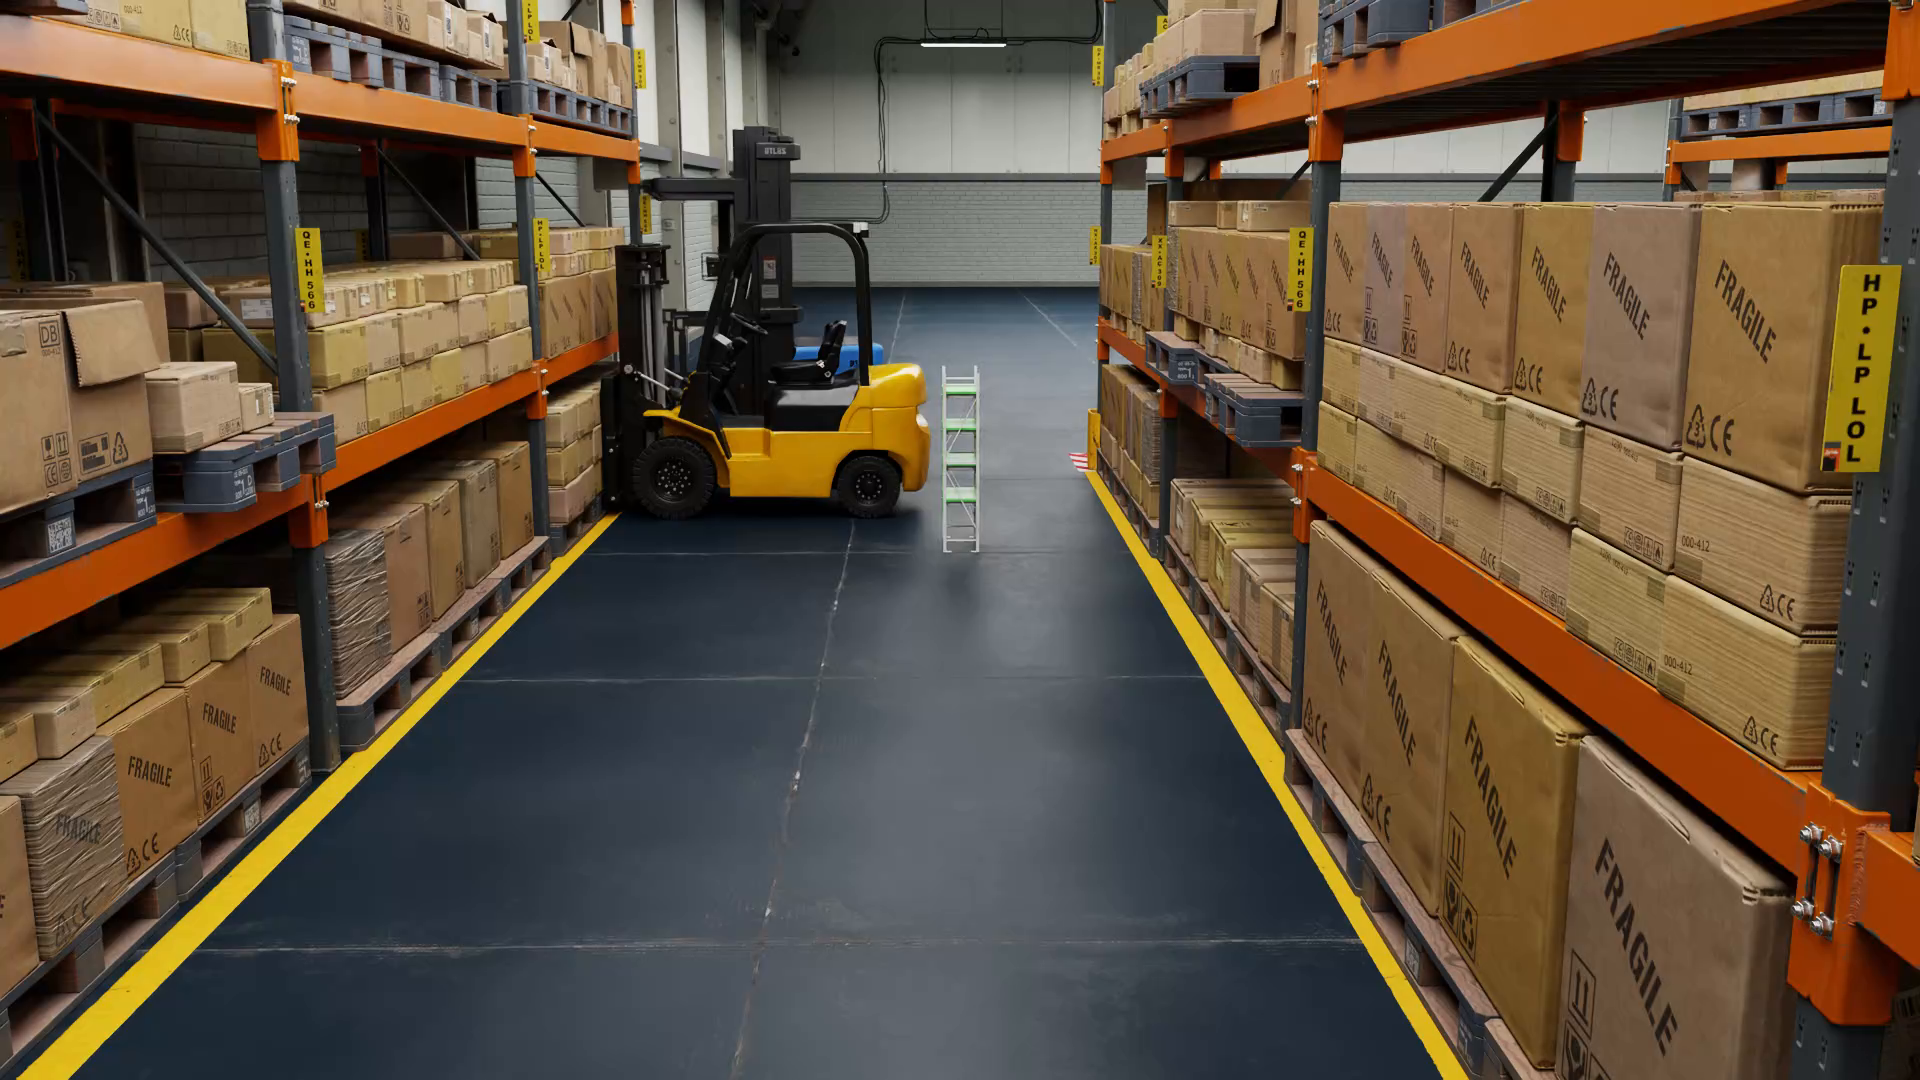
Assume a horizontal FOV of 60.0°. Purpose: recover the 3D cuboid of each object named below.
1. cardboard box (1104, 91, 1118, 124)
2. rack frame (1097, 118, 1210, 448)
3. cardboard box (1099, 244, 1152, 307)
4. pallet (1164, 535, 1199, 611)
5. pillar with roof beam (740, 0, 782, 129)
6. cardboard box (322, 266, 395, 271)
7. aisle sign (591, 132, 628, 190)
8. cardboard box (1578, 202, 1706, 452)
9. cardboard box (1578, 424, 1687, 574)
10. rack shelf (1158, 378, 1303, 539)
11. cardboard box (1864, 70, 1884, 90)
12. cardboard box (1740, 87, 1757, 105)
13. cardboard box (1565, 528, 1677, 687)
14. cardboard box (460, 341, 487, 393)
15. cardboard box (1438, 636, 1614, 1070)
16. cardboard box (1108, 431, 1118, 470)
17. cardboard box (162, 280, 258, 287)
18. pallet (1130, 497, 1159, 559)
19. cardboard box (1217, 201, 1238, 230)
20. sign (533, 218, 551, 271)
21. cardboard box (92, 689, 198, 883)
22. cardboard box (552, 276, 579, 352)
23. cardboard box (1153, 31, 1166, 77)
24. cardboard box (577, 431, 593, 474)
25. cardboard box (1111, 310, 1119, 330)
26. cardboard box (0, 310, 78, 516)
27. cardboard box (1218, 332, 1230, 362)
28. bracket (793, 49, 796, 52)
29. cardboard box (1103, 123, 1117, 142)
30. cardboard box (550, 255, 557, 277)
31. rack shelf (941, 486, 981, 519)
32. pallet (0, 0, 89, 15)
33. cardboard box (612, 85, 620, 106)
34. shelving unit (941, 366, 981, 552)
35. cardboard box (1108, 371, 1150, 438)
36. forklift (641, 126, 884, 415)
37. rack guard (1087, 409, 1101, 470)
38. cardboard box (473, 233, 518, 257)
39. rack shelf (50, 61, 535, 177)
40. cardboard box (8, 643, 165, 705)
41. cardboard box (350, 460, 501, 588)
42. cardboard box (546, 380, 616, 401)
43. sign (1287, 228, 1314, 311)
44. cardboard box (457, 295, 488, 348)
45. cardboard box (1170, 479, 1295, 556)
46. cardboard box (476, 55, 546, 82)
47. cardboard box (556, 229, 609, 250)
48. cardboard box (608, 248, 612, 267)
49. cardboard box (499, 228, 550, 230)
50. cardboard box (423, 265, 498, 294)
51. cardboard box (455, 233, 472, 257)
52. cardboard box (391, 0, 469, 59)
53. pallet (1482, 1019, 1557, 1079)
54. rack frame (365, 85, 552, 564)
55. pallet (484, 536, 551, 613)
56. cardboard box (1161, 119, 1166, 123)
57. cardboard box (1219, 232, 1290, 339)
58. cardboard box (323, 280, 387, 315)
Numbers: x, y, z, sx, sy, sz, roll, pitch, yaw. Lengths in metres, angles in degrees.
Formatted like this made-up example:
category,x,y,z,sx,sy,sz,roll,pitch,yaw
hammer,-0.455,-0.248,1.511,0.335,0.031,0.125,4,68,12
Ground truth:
category,x,y,z,sx,sy,sz,roll,pitch,yaw
cardboard box,1.463,-3.571,13.699,0.500,0.250,0.500,0,11,-2
rack frame,1.719,-2.129,14.510,1.000,3.000,0.127,0,11,-1
cardboard box,1.452,-2.229,14.001,0.500,0.500,0.500,0,11,-2
pallet,1.820,0.187,10.106,1.003,0.211,1.213,0,11,-1
pillar with roof beam,-0.322,-9.695,36.712,9.100,9.000,0.548,0,11,-1
cardboard box,-3.384,-1.455,9.305,0.380,0.149,0.250,0,11,-2
aisle sign,-2.951,-3.396,14.218,0.394,0.787,0.004,0,11,-1
cardboard box,1.689,-0.474,3.583,0.500,0.500,0.500,0,11,0
cardboard box,1.697,-0.101,3.634,0.500,0.250,0.500,0,11,0
rack shelf,1.843,-0.584,8.703,1.077,0.370,4.000,0,11,-1
cardboard box,6.409,-3.149,11.316,0.380,0.149,0.250,0,11,0
cardboard box,6.374,-3.501,13.053,0.380,0.149,0.250,0,11,-1
cardboard box,1.697,0.140,3.701,0.500,0.250,0.500,0,11,-2
cardboard box,-2.893,-0.942,9.034,0.500,0.250,0.500,0,11,-1
cardboard box,1.848,0.789,4.413,0.875,0.875,0.875,0,11,0
cardboard box,1.463,-0.725,13.446,0.500,0.250,0.500,0,11,1
cardboard box,-3.423,-1.100,7.556,0.380,0.149,0.250,0,11,-2
pallet,1.753,-0.101,11.526,1.003,0.211,1.213,0,11,-1
cardboard box,1.584,-1.742,8.915,0.380,0.149,0.250,0,11,2
sign,-2.618,-1.846,10.400,0.100,0.325,0.005,0,11,-1
cardboard box,-2.841,0.788,5.361,0.500,0.500,0.500,0,11,1
cardboard box,-2.936,-1.555,11.427,0.500,0.500,0.500,0,11,0
cardboard box,1.413,-2.819,9.685,0.500,0.250,0.500,-1,11,-3
cardboard box,-2.874,-0.614,11.643,0.500,0.250,0.500,0,11,-1
cardboard box,1.423,-1.784,13.440,0.380,0.149,0.250,0,11,0
cardboard box,-2.809,-0.334,4.352,0.700,0.500,0.500,0,11,-1
cardboard box,1.531,-0.994,8.488,0.380,0.149,0.250,-1,11,-3
bracket,-4.440,-13.071,44.303,0.076,0.066,3.189,0,11,-1
cardboard box,1.402,-3.409,13.906,0.380,0.149,0.250,0,11,-1
cardboard box,-2.944,-1.848,11.239,0.380,0.149,0.250,0,11,-1
rack shelf,0.003,-0.257,11.338,0.258,0.148,0.480,0,11,-1
pallet,-2.963,-1.437,4.025,1.213,0.211,1.003,0,11,-1
cardboard box,-2.922,-3.546,13.276,0.380,0.149,0.250,-1,11,-3
shelving unit,0.003,-0.555,11.278,0.258,1.200,0.503,0,11,-1
cardboard box,1.476,-1.085,13.336,0.500,0.500,0.500,-1,11,-3
forklift,-2.234,-2.109,14.583,3.031,2.935,1.130,-3,12,-15
rack guard,1.721,-0.889,14.684,1.175,0.500,0.348,0,11,-1
cardboard box,-2.984,-1.942,10.955,0.380,0.149,0.250,0,11,0
rack shelf,-3.119,-2.033,8.301,1.077,0.370,4.000,0,11,-1
cardboard box,-2.856,0.440,5.446,0.380,0.149,0.250,0,11,1
cardboard box,-3.130,-0.097,9.410,0.875,0.625,0.625,0,11,-2
cardboard box,-2.882,-1.064,12.602,0.500,0.250,0.500,0,11,-2
sign,1.342,-1.064,6.544,0.100,0.325,0.005,0,11,-1
cardboard box,-2.872,-1.184,8.971,0.500,0.250,0.500,0,11,0
cardboard box,1.815,-0.148,10.297,0.950,0.372,0.625,0,11,0
cardboard box,-2.866,-3.005,10.608,0.380,0.149,0.250,0,11,0
cardboard box,-2.898,-2.297,12.707,0.380,0.149,0.250,0,11,0
cardboard box,-2.930,-2.203,12.989,0.380,0.149,0.250,-1,11,-3
cardboard box,-3.468,-2.399,13.211,0.380,0.149,0.250,0,11,-1
cardboard box,-2.818,-1.461,9.334,0.380,0.149,0.250,-1,11,-3
cardboard box,-3.433,-1.938,10.936,0.380,0.149,0.250,-1,11,-3
cardboard box,-2.886,-2.699,8.689,0.500,0.311,0.500,-1,11,-3
pallet,1.876,1.470,3.784,1.003,0.211,1.213,0,11,-1
rack frame,-3.161,-1.313,10.487,1.000,3.000,0.127,0,11,-1
pallet,-3.106,0.200,10.043,1.003,0.211,1.213,0,11,-1
cardboard box,1.490,-2.743,10.621,0.380,0.149,0.250,0,11,-1
cardboard box,1.564,-1.232,8.031,0.500,0.500,0.500,-1,12,-5
cardboard box,-2.846,-1.105,7.580,0.380,0.149,0.250,0,11,-1
